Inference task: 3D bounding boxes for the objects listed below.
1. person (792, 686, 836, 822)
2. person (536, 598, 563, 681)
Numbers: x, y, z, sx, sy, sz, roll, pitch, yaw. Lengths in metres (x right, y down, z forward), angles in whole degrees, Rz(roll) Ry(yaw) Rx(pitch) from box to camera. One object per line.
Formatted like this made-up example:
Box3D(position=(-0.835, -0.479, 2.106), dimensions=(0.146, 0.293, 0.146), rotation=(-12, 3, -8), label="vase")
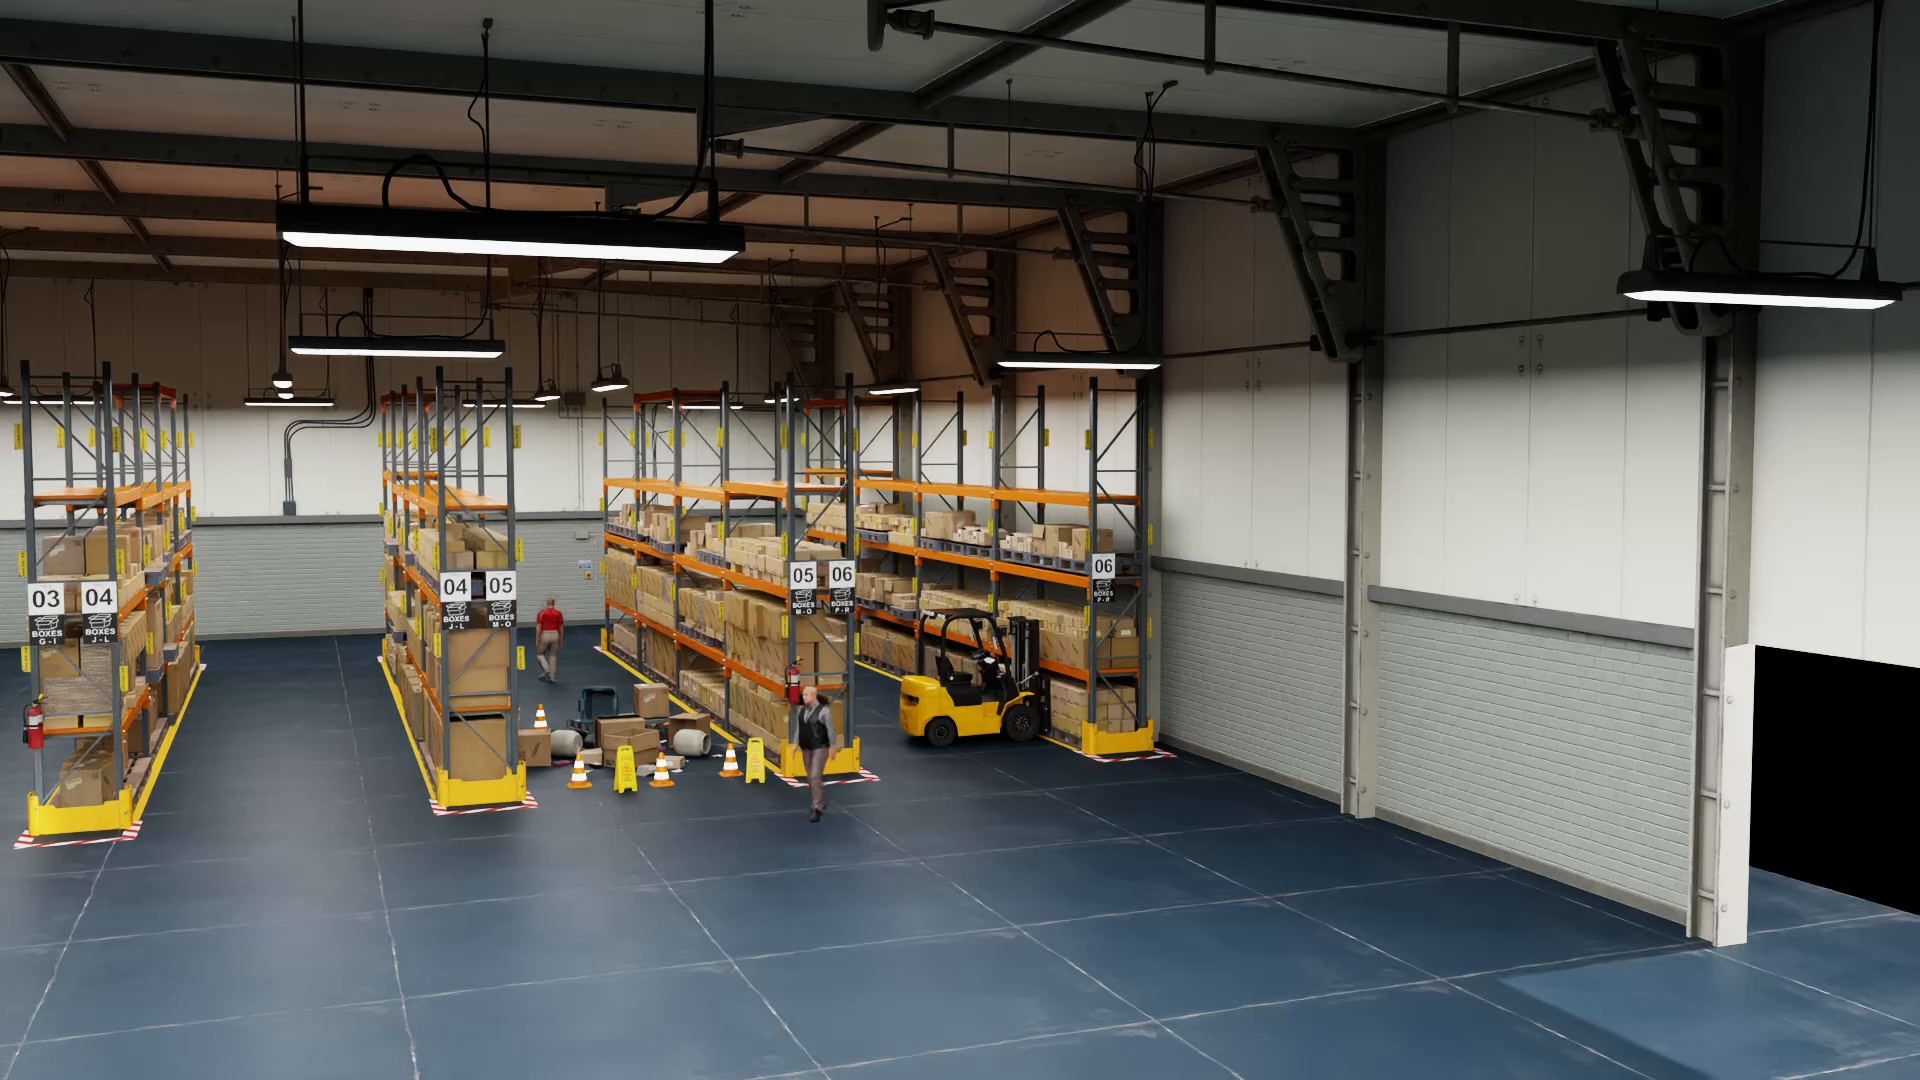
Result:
Box3D(position=(-1.971, 2.815, 22.140), dimensions=(0.646, 1.725, 0.679), rotation=(3, 4, 38), label="person")
Box3D(position=(-8.483, 2.066, 34.415), dimensions=(0.576, 1.718, 0.516), rotation=(-2, 4, -27), label="person")
